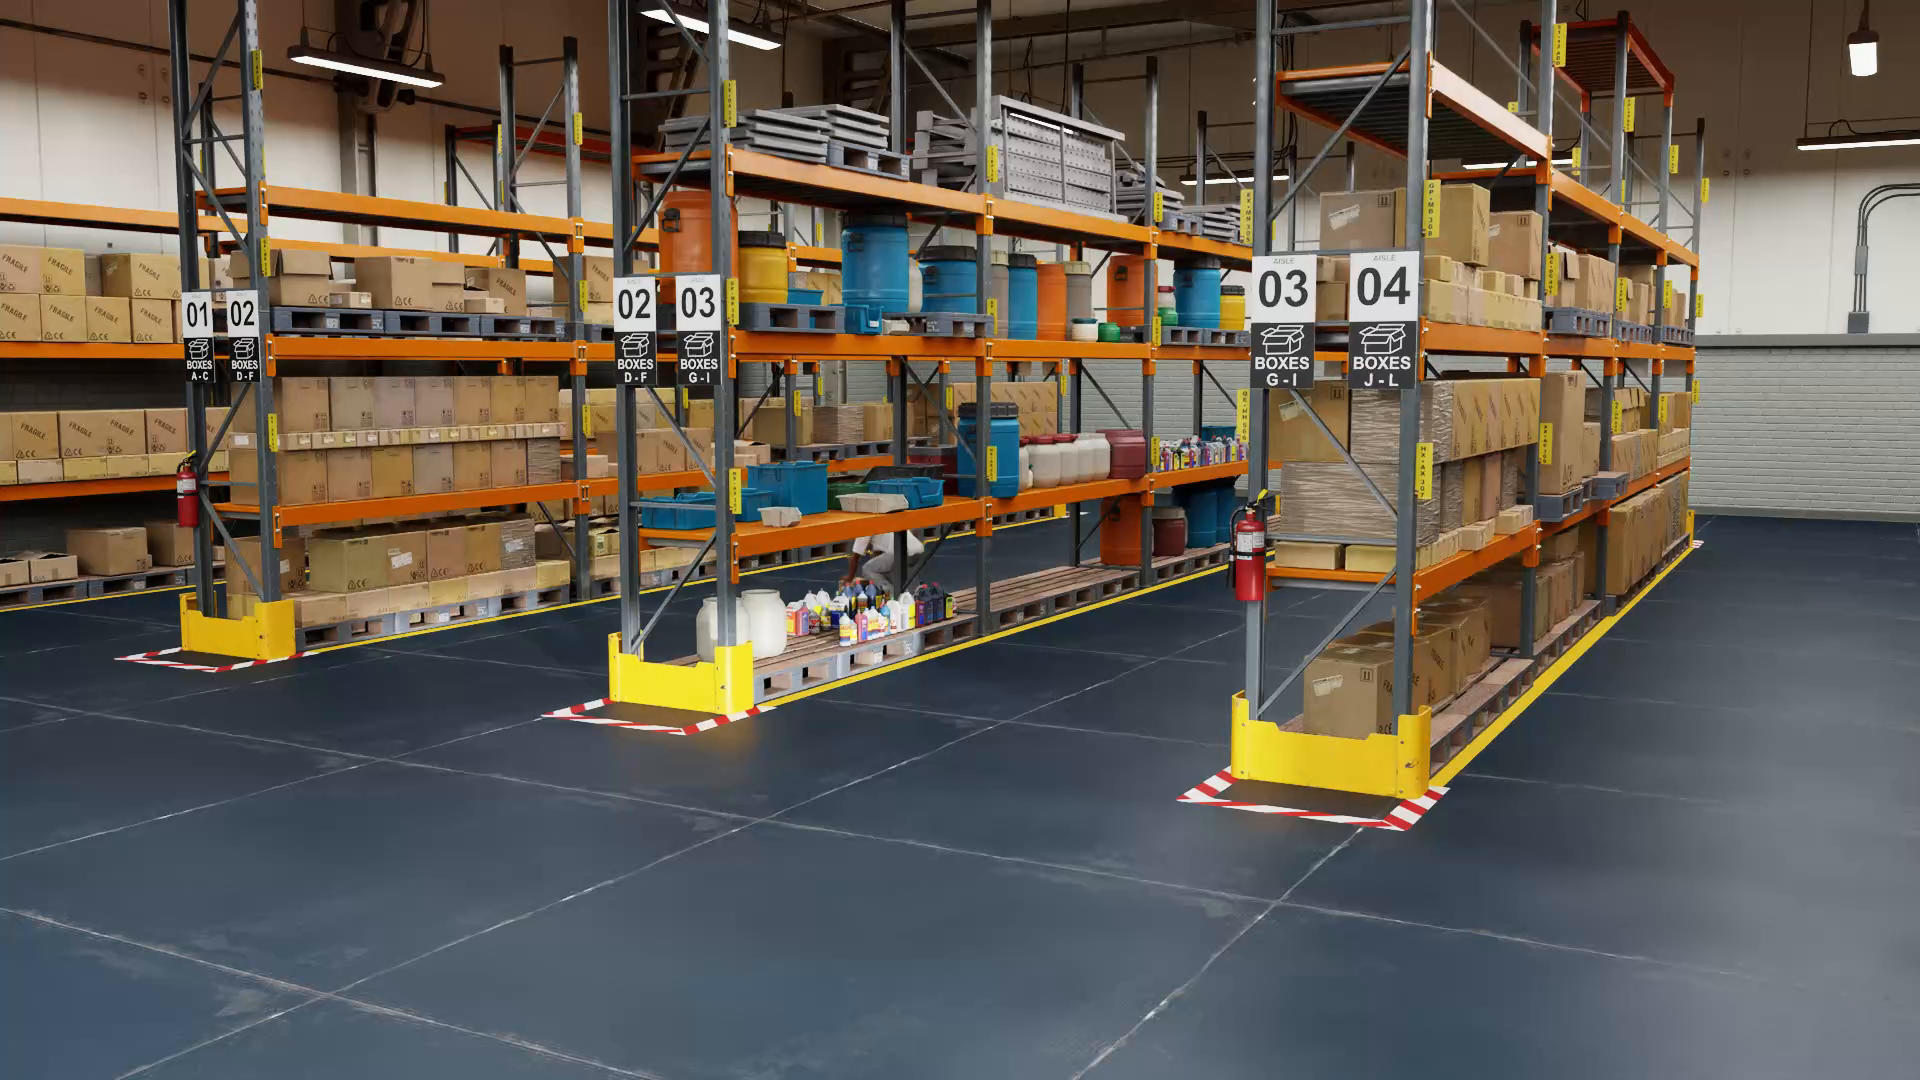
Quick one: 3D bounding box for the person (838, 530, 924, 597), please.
[{"bbox_3d":[-0.846,0.179,17.857,0.884,1.038,0.593,3,7,28],"label":"person"}]
